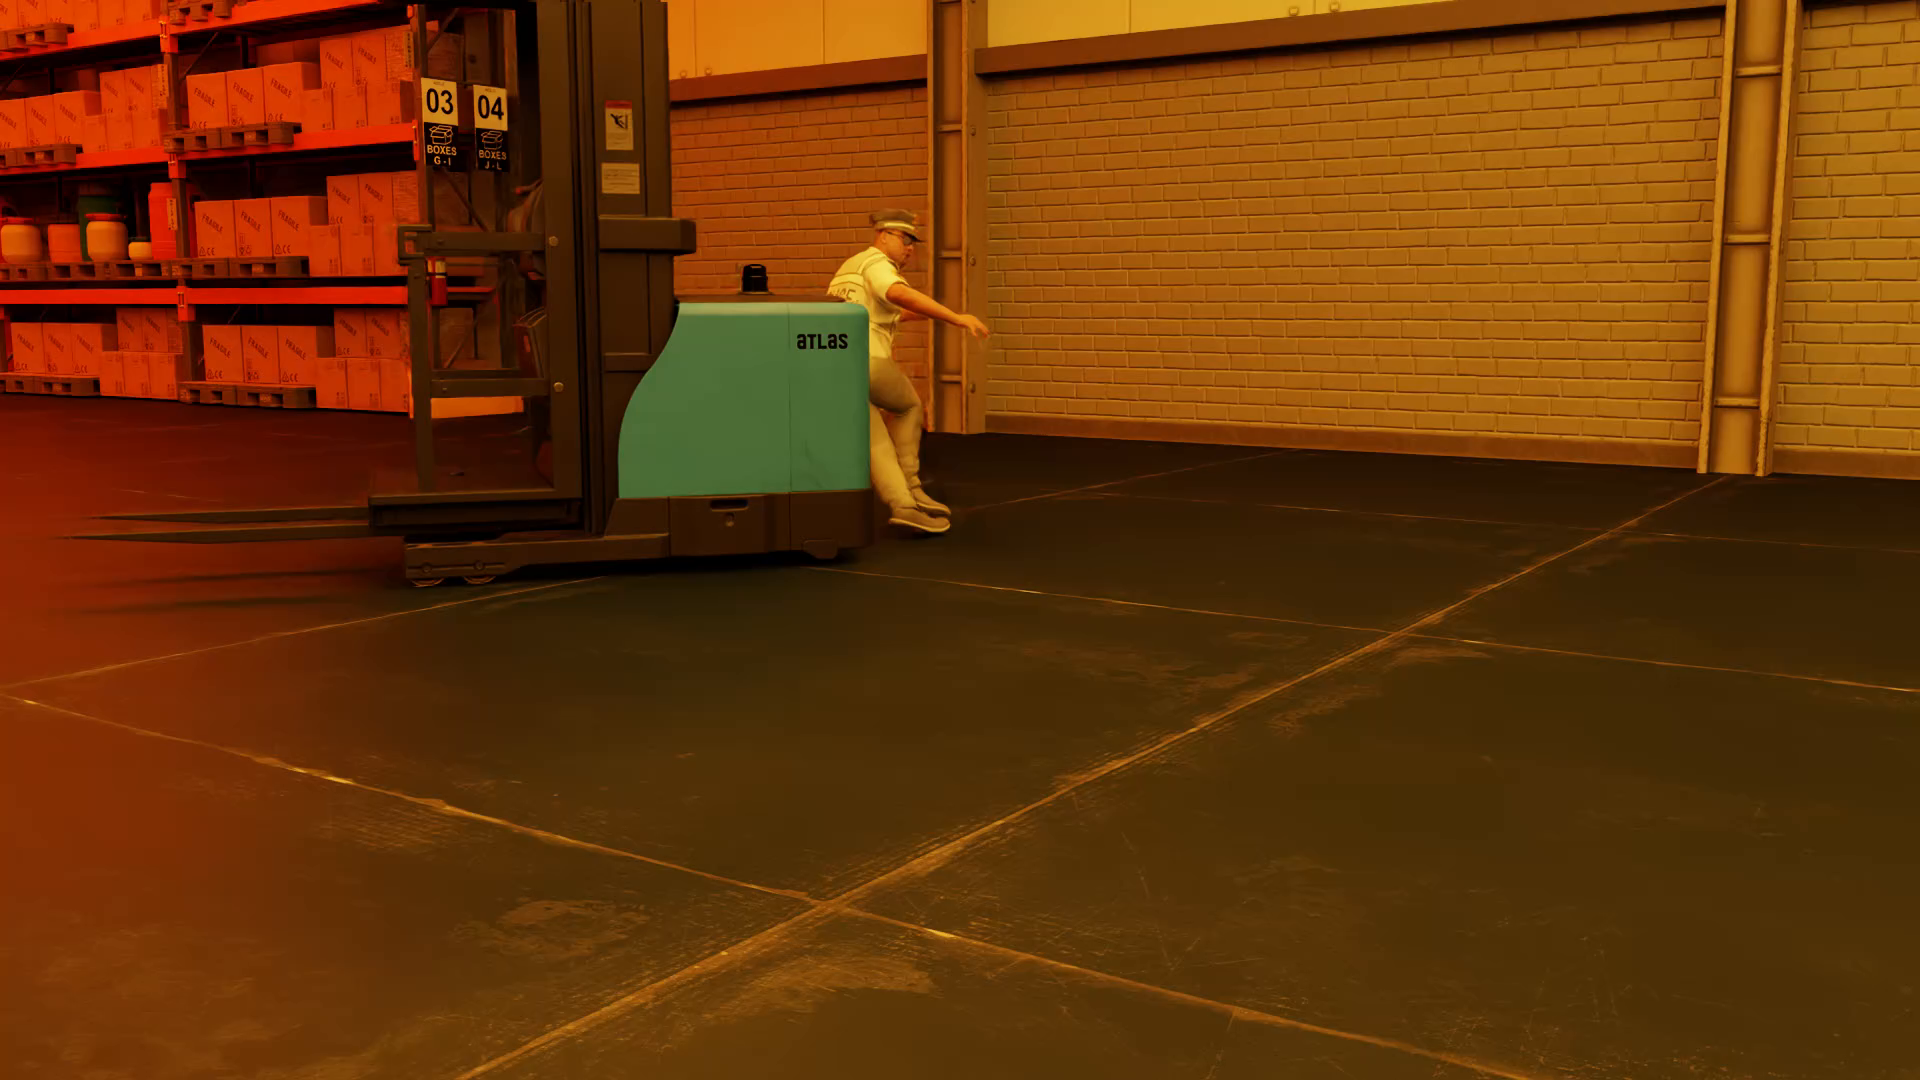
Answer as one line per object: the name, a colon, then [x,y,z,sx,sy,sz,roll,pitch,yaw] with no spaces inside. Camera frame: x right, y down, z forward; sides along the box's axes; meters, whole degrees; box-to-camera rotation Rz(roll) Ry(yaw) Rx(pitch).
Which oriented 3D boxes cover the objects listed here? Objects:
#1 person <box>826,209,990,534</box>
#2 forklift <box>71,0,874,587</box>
person: [-0.241,-0.833,8.052,0.997,1.515,0.972,6,10,37]
forklift: [-1.934,-1.354,6.715,3.031,2.935,1.130,-3,9,-18]
